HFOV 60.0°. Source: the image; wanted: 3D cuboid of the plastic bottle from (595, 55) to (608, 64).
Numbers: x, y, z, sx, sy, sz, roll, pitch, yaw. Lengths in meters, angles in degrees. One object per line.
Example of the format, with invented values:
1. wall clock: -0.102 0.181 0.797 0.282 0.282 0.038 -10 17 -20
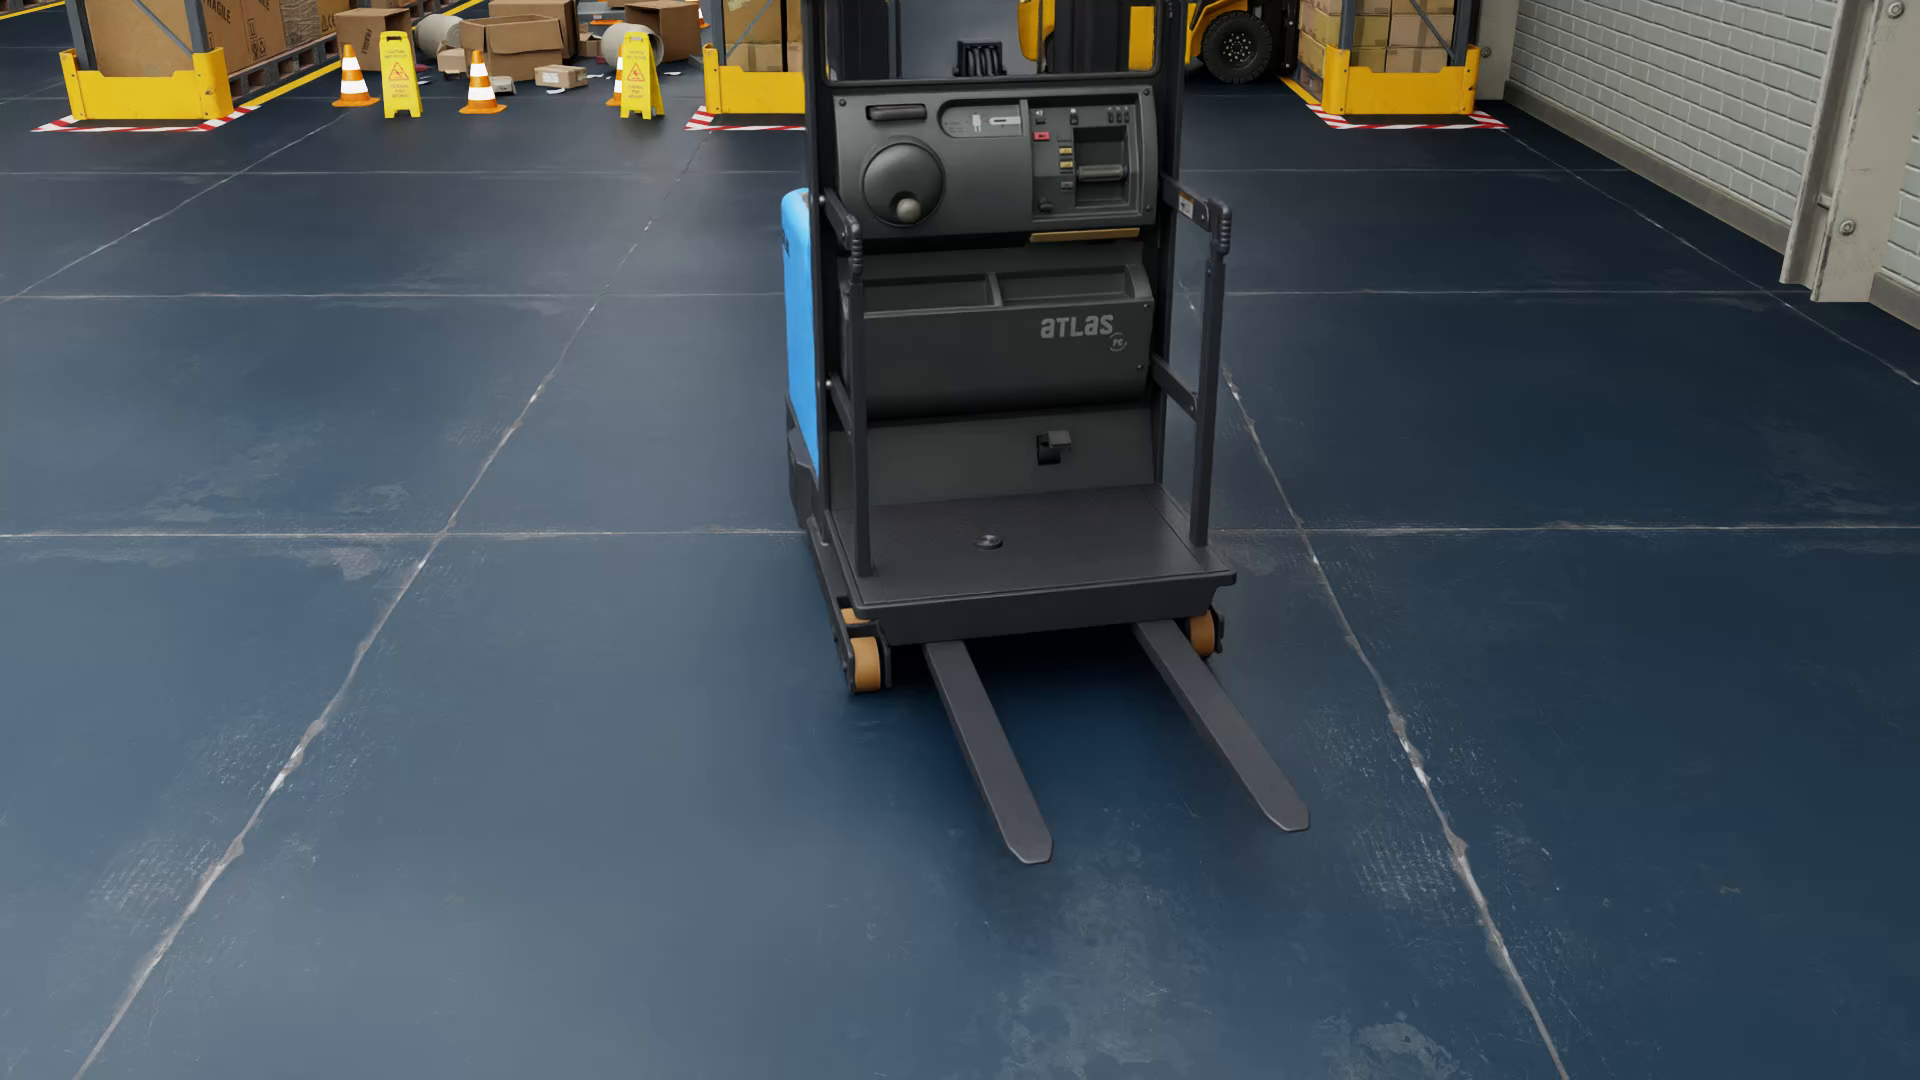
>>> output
1. plastic bottle: -3.351 -4.580 15.802 0.133 0.061 0.283 4 25 9

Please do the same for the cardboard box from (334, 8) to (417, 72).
1. cardboard box: -5.396 -4.622 15.360 0.500 0.500 0.500 4 25 9

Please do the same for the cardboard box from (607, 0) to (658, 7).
1. cardboard box: -3.270 -5.645 16.705 0.500 0.500 0.500 0 24 -1

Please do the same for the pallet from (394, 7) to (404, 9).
1. pallet: -6.523 -5.442 17.527 1.003 0.211 1.213 0 24 -1

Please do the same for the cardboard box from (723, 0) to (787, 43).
1. cardboard box: -1.716 -4.420 13.800 0.500 0.500 0.500 0 24 0

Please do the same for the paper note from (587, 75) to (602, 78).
1. paper note: -3.307 -4.184 14.978 0.148 0.019 0.142 8 26 18

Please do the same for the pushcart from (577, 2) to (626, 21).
1. pushcart: -3.770 -5.233 16.863 1.648 0.377 0.936 -9 26 -19

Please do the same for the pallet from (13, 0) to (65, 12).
1. pallet: -11.436 -6.470 19.800 1.003 0.211 1.213 0 24 -1

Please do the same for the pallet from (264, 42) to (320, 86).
1. pallet: -6.493 -4.307 15.017 1.003 0.211 1.213 0 24 -1

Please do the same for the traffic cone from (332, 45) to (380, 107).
1. traffic cone: -4.981 -3.816 13.626 0.336 0.463 0.334 0 24 -1

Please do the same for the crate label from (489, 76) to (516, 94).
1. crate label: -3.918 -3.856 14.111 0.250 0.136 0.298 -14 28 -28

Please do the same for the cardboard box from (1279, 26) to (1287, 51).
1. cardboard box: 3.175 -4.590 15.087 0.500 0.250 0.500 1 24 1

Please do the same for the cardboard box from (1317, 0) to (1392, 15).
1. cardboard box: 3.200 -4.417 13.490 0.500 0.250 0.500 1 24 1

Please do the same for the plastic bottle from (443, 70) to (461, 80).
1. plastic bottle: -4.554 -4.172 14.901 0.133 0.061 0.283 -9 26 -19

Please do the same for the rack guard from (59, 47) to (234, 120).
1. rack guard: -6.395 -3.598 13.099 1.175 0.500 0.348 0 24 -1

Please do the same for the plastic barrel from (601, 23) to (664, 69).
1. plastic barrel: -2.983 -4.481 15.145 0.512 0.421 0.421 19 30 35

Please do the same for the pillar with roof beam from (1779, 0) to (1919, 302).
1. pillar with roof beam: 0.171 -5.367 6.697 9.100 9.000 0.400 0 24 -1

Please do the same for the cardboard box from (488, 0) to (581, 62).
1. cardboard box: -4.016 -4.833 15.660 0.797 0.637 0.503 0 24 -1

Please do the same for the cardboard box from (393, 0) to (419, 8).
1. cardboard box: -6.542 -6.214 18.071 1.050 0.750 0.750 0 24 -1

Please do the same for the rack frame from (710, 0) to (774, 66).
1. rack frame: -1.447 -4.811 12.747 1.000 3.000 0.127 0 24 -1

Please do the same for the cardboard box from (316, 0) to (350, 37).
1. cardboard box: -6.502 -5.359 16.027 0.875 0.875 0.875 0 24 0

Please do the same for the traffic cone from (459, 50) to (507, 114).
1. traffic cone: -3.847 -3.681 13.328 0.336 0.463 0.334 0 24 -1

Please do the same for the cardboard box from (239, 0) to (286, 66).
1. cardboard box: -6.480 -4.612 14.376 0.875 0.875 0.875 -1 24 -1

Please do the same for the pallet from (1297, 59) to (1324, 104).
1. pallet: 3.467 -3.879 14.070 1.003 0.211 1.213 0 24 -1

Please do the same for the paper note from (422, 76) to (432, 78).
1. paper note: -4.795 -4.151 14.915 0.032 0.001 0.123 13 27 27

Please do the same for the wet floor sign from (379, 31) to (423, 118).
1. wet floor sign: -4.415 -3.671 13.084 0.267 0.644 0.232 -4 25 -10

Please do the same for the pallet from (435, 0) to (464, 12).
1. pallet: -6.549 -6.448 19.750 1.003 0.211 1.213 0 24 -1

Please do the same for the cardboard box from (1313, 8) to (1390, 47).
1. cardboard box: 3.199 -4.200 13.617 0.500 0.250 0.500 -1 24 -1

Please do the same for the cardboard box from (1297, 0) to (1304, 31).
1. cardboard box: 3.178 -4.619 14.544 0.500 0.250 0.500 -1 24 -2

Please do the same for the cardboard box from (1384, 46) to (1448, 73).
1. cardboard box: 3.707 -3.976 13.729 0.500 0.250 0.500 0 24 0

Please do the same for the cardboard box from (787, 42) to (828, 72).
1. cardboard box: -1.179 -4.083 13.965 0.500 0.250 0.500 0 24 -1

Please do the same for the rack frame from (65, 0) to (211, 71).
1. rack frame: -6.395 -4.747 12.606 1.000 3.000 0.127 0 24 -1

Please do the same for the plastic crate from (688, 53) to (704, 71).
1. plastic crate: -2.293 -4.478 15.554 0.402 0.080 0.583 -9 26 -19

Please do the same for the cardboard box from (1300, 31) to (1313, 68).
1. cardboard box: 3.200 -4.170 14.158 0.500 0.250 0.500 0 24 -1

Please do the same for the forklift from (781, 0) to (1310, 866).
1. forklift: 0.155 -1.062 4.542 1.130 2.935 3.031 -5 25 -11

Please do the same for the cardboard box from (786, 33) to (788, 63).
1. cardboard box: -1.722 -4.295 14.433 0.500 0.250 0.500 0 24 0

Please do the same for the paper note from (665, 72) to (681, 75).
1. paper note: -2.602 -4.240 15.088 0.142 0.019 0.148 -9 26 -19

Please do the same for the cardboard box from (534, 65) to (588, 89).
1. cardboard box: -3.481 -4.043 14.508 0.380 0.149 0.250 13 27 27

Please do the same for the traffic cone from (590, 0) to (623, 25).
1. traffic cone: -3.907 -5.923 18.284 0.336 0.463 0.334 0 24 -1
